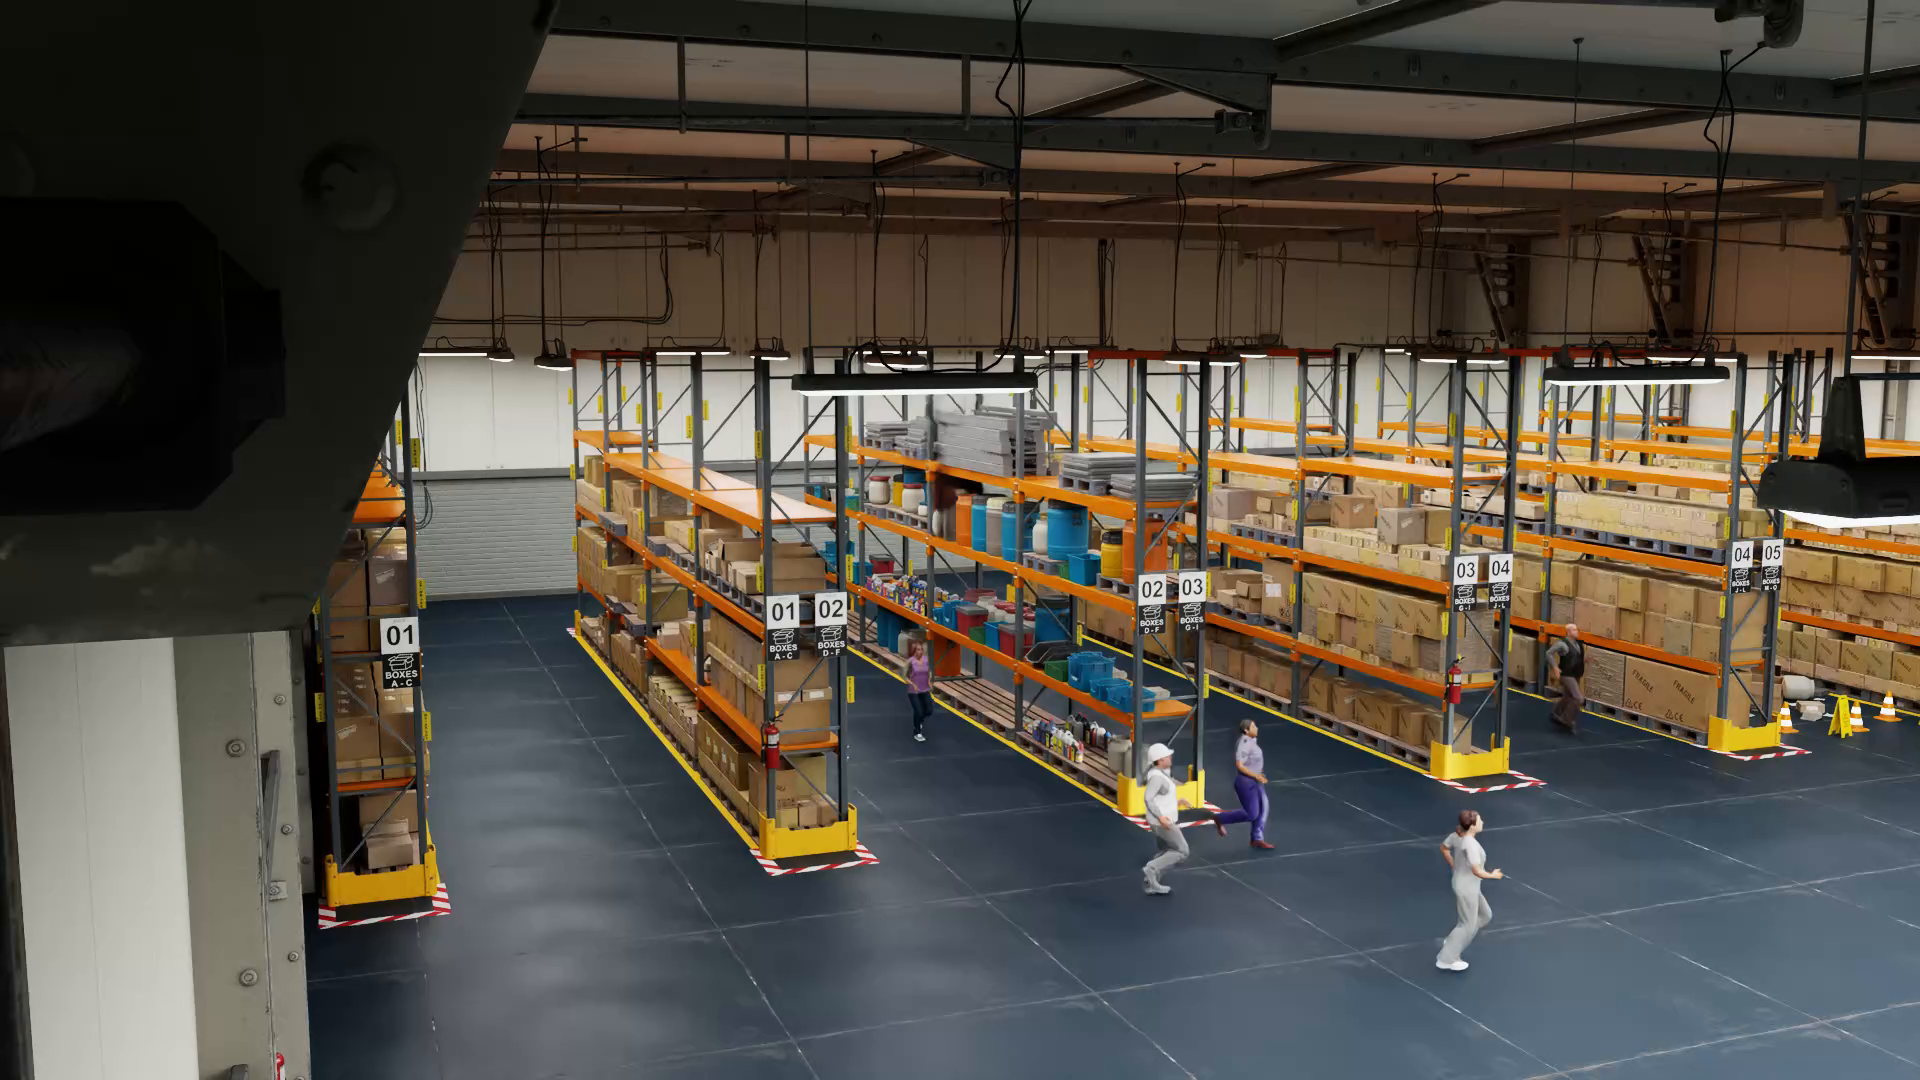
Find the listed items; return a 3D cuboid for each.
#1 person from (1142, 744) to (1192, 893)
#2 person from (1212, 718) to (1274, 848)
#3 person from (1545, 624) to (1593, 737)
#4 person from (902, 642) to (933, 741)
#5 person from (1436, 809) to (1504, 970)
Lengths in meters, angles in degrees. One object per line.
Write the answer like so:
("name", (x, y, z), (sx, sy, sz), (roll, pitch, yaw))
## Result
("person", (2.333, 3.149, 18.754), (0.575, 1.729, 0.657), (0, 7, 2))
("person", (3.517, 3.003, 20.536), (0.755, 1.607, 0.620), (2, 7, 16))
("person", (9.678, 2.209, 26.383), (0.624, 1.780, 0.752), (-6, 9, -38))
("person", (-0.640, 2.355, 25.828), (0.512, 1.554, 0.530), (-3, 8, -26))
("person", (5.061, 3.463, 16.506), (0.622, 1.642, 0.583), (0, 7, 1))
